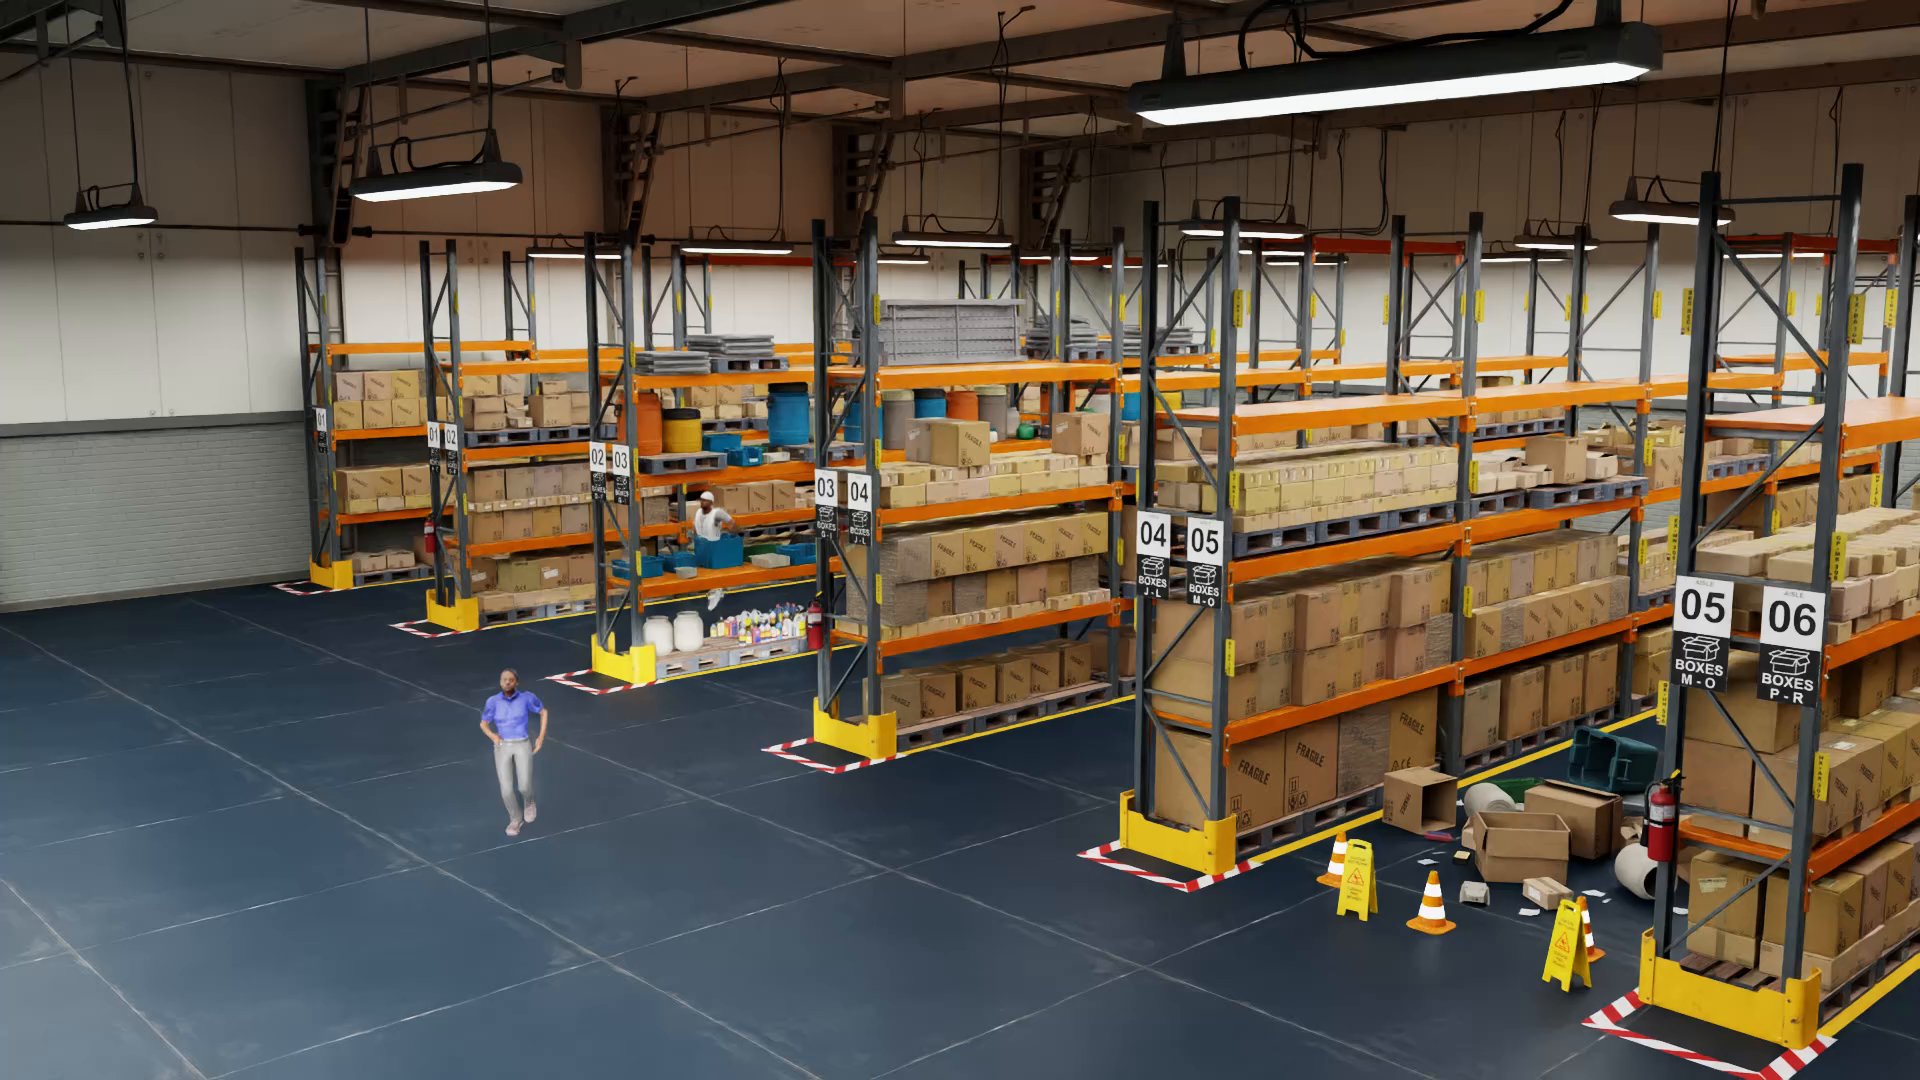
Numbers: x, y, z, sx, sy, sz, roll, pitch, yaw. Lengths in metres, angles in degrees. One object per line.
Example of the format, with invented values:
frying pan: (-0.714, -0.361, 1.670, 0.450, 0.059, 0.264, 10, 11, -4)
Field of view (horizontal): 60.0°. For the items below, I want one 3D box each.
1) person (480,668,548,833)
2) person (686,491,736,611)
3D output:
person: (-4.286, 2.038, 15.963, 0.624, 1.624, 0.528, -1, 8, -9)
person: (-3.991, 0.173, 26.354, 0.711, 1.889, 0.713, 7, 11, 38)
